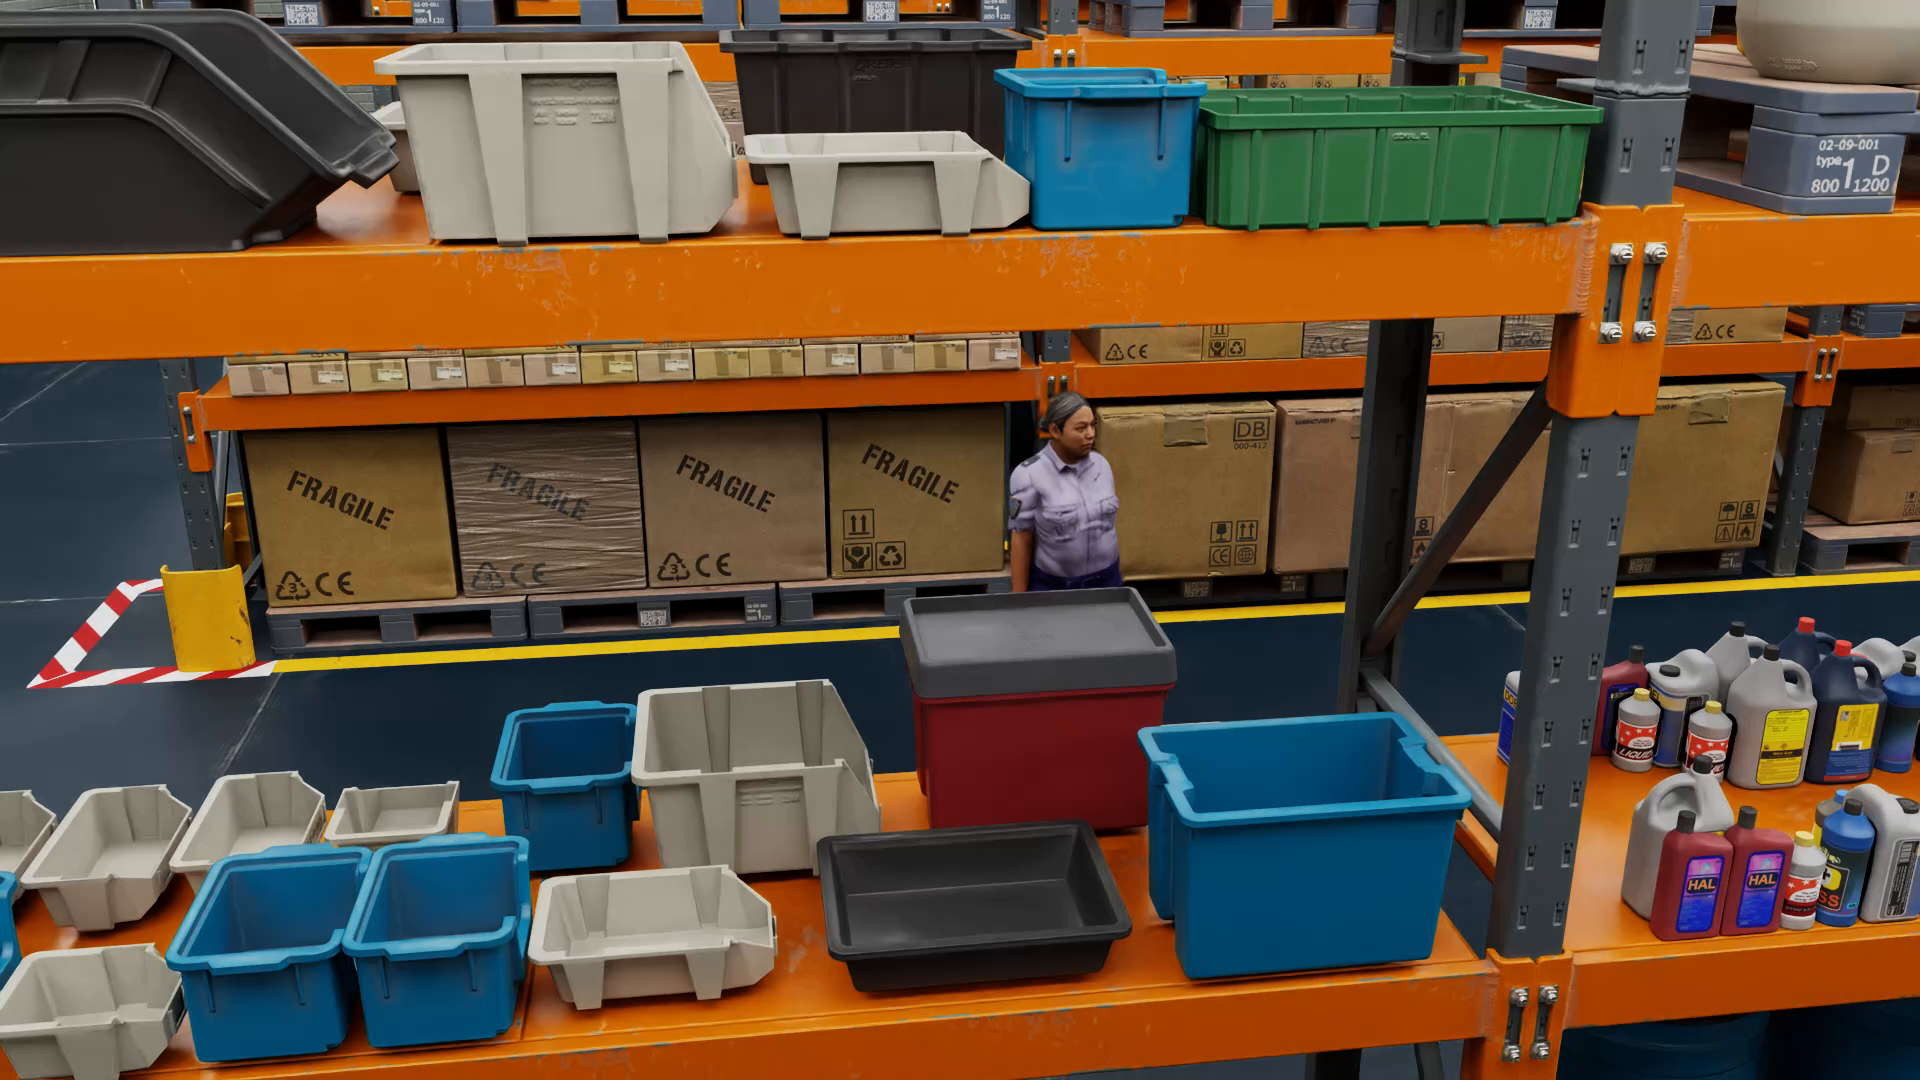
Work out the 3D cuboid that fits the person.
[{"bbox_3d":[0.404,0.214,6.478,0.480,1.636,0.649,-10,22,-24],"label":"person"}]
